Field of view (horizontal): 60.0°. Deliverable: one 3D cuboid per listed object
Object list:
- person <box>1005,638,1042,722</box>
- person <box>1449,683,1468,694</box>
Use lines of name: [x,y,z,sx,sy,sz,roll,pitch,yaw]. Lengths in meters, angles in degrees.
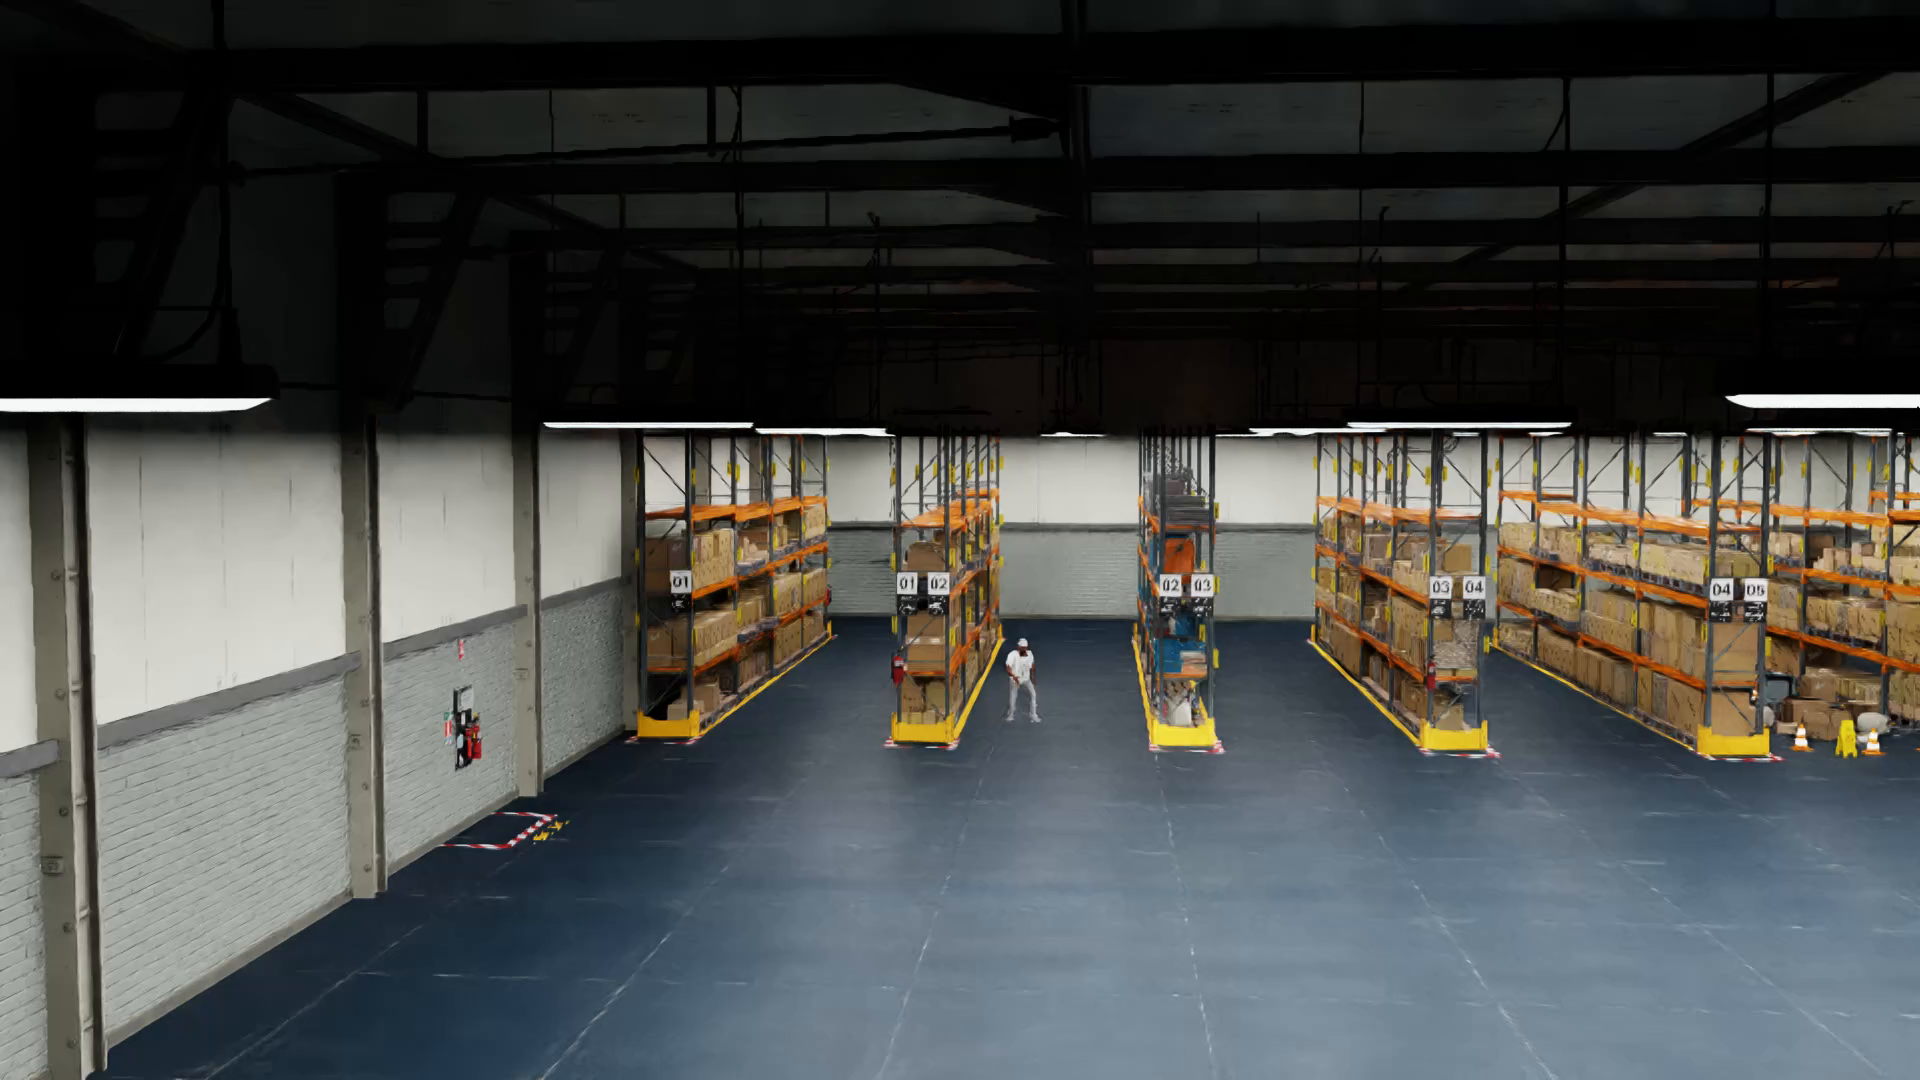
person: [1.231,2.819,33.580,0.702,1.705,0.780,-1,4,-16]
person: [11.216,2.568,37.381,0.476,1.738,0.626,-1,4,-21]
